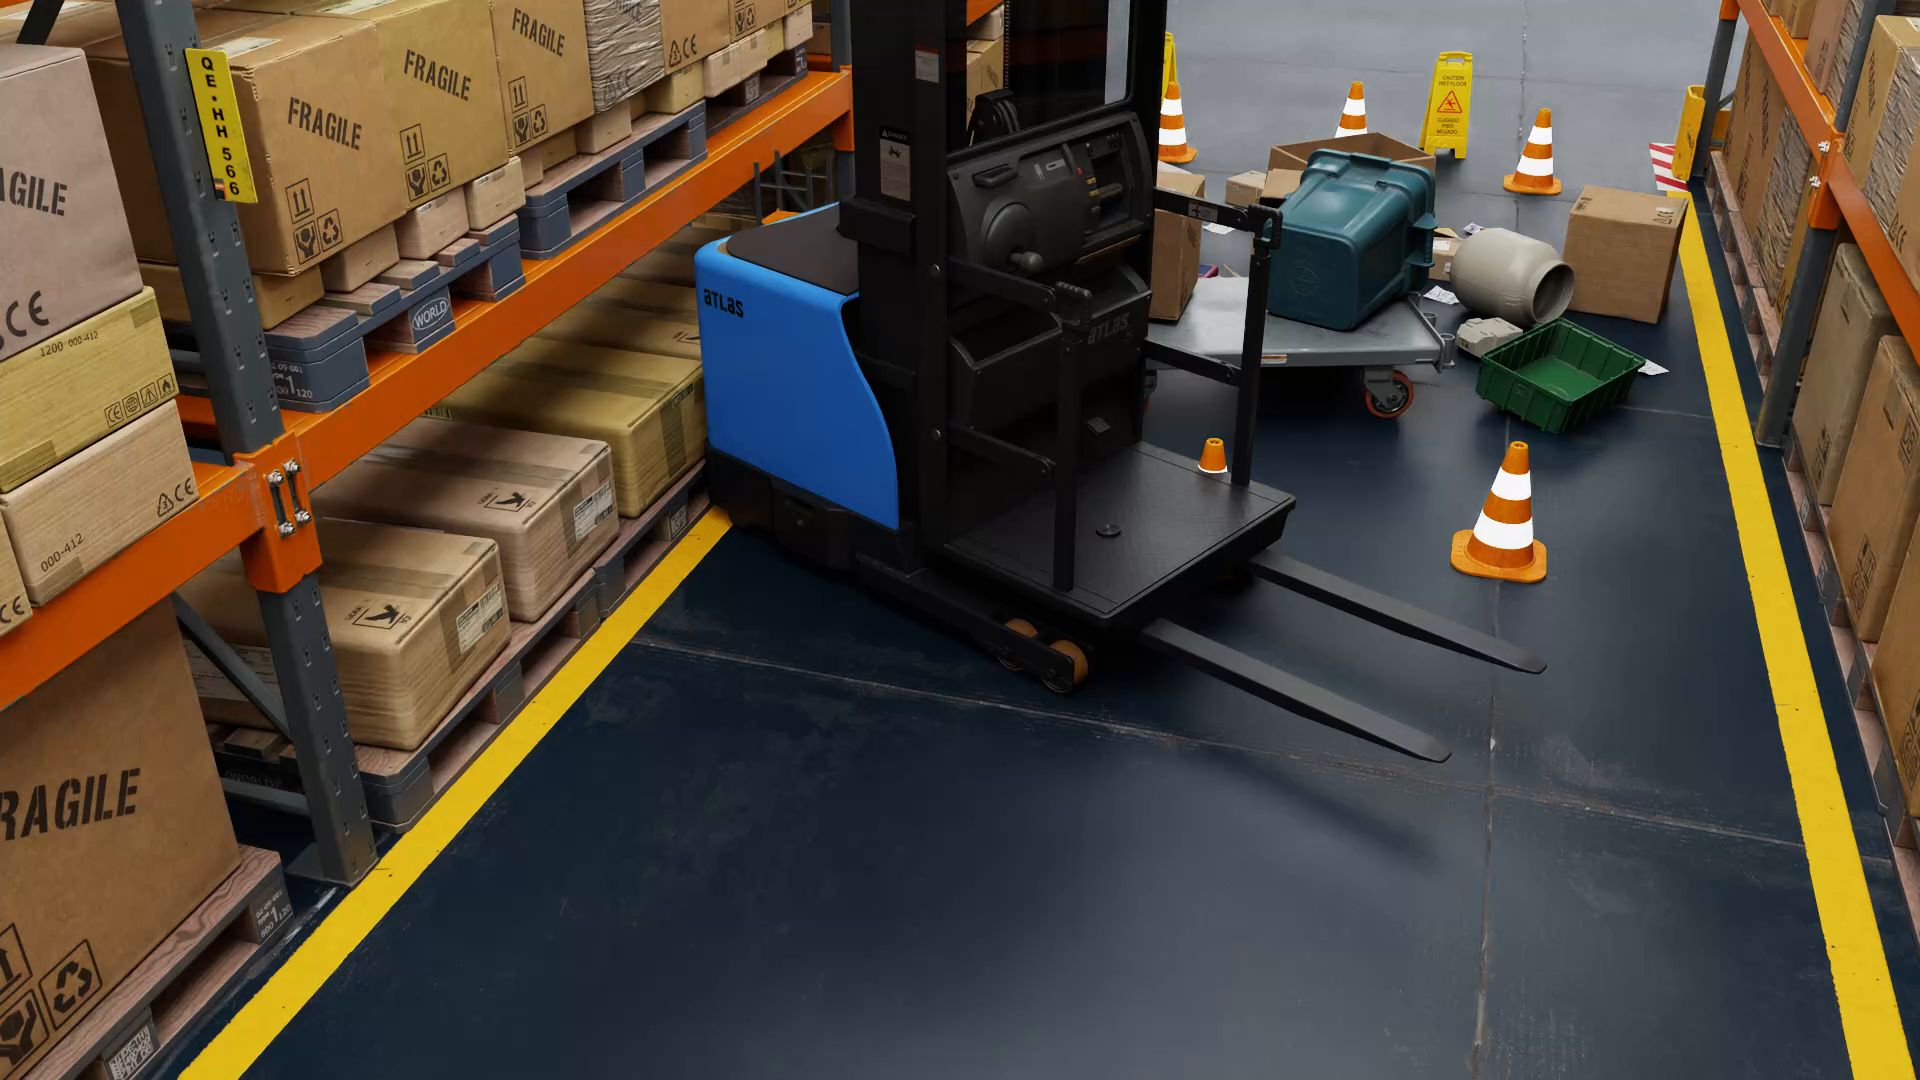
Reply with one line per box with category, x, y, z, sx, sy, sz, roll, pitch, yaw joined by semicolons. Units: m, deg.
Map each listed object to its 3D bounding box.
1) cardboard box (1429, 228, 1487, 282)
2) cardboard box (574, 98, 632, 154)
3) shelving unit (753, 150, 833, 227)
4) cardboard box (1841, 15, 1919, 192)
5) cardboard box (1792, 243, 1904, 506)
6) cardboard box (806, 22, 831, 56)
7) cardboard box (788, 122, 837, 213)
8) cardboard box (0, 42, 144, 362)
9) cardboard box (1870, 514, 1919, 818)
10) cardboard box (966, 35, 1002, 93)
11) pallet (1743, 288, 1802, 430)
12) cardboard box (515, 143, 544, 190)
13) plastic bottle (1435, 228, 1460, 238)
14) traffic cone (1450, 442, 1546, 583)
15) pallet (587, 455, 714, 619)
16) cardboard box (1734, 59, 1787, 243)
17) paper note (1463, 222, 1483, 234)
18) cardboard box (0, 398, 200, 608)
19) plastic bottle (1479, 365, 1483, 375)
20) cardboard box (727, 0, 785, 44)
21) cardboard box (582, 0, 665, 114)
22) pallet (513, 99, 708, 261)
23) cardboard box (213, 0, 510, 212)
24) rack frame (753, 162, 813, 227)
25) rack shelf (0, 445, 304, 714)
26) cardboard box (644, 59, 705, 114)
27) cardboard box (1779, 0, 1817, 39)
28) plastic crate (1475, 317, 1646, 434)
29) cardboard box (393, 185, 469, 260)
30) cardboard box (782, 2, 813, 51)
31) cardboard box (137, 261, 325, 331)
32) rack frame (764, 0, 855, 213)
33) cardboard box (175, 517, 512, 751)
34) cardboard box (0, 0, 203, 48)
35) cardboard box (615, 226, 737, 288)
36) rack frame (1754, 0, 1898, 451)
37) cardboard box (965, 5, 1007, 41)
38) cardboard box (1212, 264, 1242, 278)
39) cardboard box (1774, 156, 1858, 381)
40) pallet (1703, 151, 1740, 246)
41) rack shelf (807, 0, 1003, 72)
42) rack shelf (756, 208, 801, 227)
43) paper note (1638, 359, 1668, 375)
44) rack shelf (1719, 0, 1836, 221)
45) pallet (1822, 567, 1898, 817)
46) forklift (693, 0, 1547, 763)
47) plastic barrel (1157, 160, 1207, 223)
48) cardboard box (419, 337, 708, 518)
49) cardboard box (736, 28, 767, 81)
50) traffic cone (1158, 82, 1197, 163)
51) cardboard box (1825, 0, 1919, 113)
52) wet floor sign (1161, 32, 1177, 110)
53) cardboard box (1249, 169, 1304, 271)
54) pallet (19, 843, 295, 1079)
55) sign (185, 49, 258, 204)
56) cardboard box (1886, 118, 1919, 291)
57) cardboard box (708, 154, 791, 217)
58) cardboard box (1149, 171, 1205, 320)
cardboard box;2.567;-1.522;8.712;0.396;0.266;0.258;14;32;23
cardboard box;-1.319;-1.398;5.503;0.380;0.149;0.250;9;30;16
shelving unit;-0.646;-0.939;6.689;0.258;1.200;0.189;10;29;18
cardboard box;3.412;-1.493;5.745;0.500;0.500;0.500;9;30;15
cardboard box;3.727;-0.554;6.042;1.050;0.750;0.750;8;30;15
cardboard box;-0.539;-2.305;7.566;0.380;0.149;0.250;8;30;15
cardboard box;-0.507;-1.860;8.132;0.500;0.500;0.500;10;31;17
cardboard box;-2.014;-0.658;3.217;0.500;0.500;0.500;8;30;14
cardboard box;3.167;0.327;4.459;1.050;0.750;0.750;9;30;16
cardboard box;-0.055;-2.597;9.457;0.500;0.500;0.500;8;30;14
pallet;4.121;-0.778;7.432;1.003;0.211;1.213;8;30;15
cardboard box;-1.503;-1.149;5.056;0.380;0.149;0.250;10;31;18
plastic bottle;2.679;-1.643;9.140;0.133;0.061;0.283;-1;29;-3
traffic cone;1.986;-0.138;6.023;0.336;0.463;0.334;8;30;15
pallet;-1.522;-0.165;6.329;1.003;0.211;1.213;8;30;15
cardboard box;4.605;-2.035;8.576;0.875;0.875;0.875;8;30;14
paper note;2.926;-1.748;9.363;0.144;0.017;0.142;20;35;32
cardboard box;-2.013;-0.118;3.530;0.500;0.250;0.500;7;30;13
plastic bottle;2.462;-0.714;7.471;0.133;0.061;0.283;-6;30;-11
cardboard box;-0.999;-2.193;6.267;0.500;0.500;0.500;9;30;15
cardboard box;-1.309;-1.711;5.399;0.500;0.500;0.500;7;30;13
pallet;-1.571;-1.297;5.694;1.003;0.211;1.213;8;30;15
cardboard box;-1.613;-1.232;4.538;0.500;0.500;0.500;10;31;17
rack frame;-0.677;-0.898;6.613;0.240;1.200;0.006;10;29;18
rack shelf;-2.700;0.788;2.487;1.077;0.370;4.000;8;30;15
cardboard box;-1.139;-1.637;5.934;0.380;0.149;0.250;8;30;15
cardboard box;4.391;-2.647;7.769;0.875;0.550;0.500;8;30;15
plastic crate;2.622;-0.719;7.290;0.662;0.188;0.450;-24;47;-37
cardboard box;-1.600;-0.901;4.610;0.380;0.149;0.250;7;30;12
cardboard box;-0.826;-2.109;6.783;0.380;0.149;0.250;9;30;16
cardboard box;-1.839;-0.654;4.166;0.380;0.149;0.250;7;30;12
rack frame;-0.938;-2.314;7.325;1.000;3.000;0.127;8;30;15
cardboard box;-1.937;0.248;4.989;0.950;0.372;0.625;6;30;11
cardboard box;-2.245;-1.063;4.235;0.500;0.500;0.500;8;30;13
cardboard box;-1.090;-1.105;7.422;0.950;0.372;0.625;9;30;16
rack frame;3.823;-1.655;6.139;1.000;3.000;0.127;8;30;15
cardboard box;0.050;-2.938;9.403;0.380;0.149;0.250;10;31;17
cardboard box;1.352;-1.192;8.119;0.258;0.266;0.396;-12;31;-20
cardboard box;4.075;-1.192;7.061;0.875;0.875;0.875;9;30;16
pallet;4.837;-1.912;9.471;1.003;0.211;1.213;8;30;15
rack shelf;-0.351;-2.929;9.170;1.077;0.370;4.000;8;30;15
rack shelf;-0.646;-1.217;6.541;0.258;0.103;0.180;10;29;18
paper note;3.155;-0.799;7.655;0.147;0.020;0.142;-12;31;-20
rack shelf;4.410;-2.270;7.985;1.077;0.370;4.000;8;30;15
pallet;3.313;0.502;5.131;1.003;0.211;1.213;8;30;15
forklift;0.460;-1.077;5.171;3.031;2.935;1.130;24;37;36
plastic barrel;1.077;-1.871;9.179;0.421;0.421;0.512;-17;34;-28
cardboard box;-1.500;-0.447;6.240;0.950;0.372;0.625;10;30;17
cardboard box;-0.961;-1.864;6.342;0.380;0.149;0.250;8;30;14
traffic cone;1.343;-2.681;10.593;0.336;0.463;0.334;8;30;15
cardboard box;3.920;-1.894;6.414;0.875;0.550;0.550;8;30;15
wet floor sign;1.314;-3.080;11.123;0.267;0.644;0.232;20;35;32
cardboard box;1.874;-1.528;8.340;0.797;0.637;0.503;8;30;15
pallet;-2.416;1.119;4.022;1.003;0.211;1.213;8;30;15
sign;-1.581;-0.884;3.562;0.100;0.325;0.005;8;30;15
cardboard box;3.115;-1.026;4.906;0.500;0.500;0.500;8;30;15
cardboard box;-1.021;-1.937;8.272;0.500;0.500;0.500;8;30;14
cardboard box;0.772;-1.313;7.317;0.500;0.500;0.500;8;30;15
